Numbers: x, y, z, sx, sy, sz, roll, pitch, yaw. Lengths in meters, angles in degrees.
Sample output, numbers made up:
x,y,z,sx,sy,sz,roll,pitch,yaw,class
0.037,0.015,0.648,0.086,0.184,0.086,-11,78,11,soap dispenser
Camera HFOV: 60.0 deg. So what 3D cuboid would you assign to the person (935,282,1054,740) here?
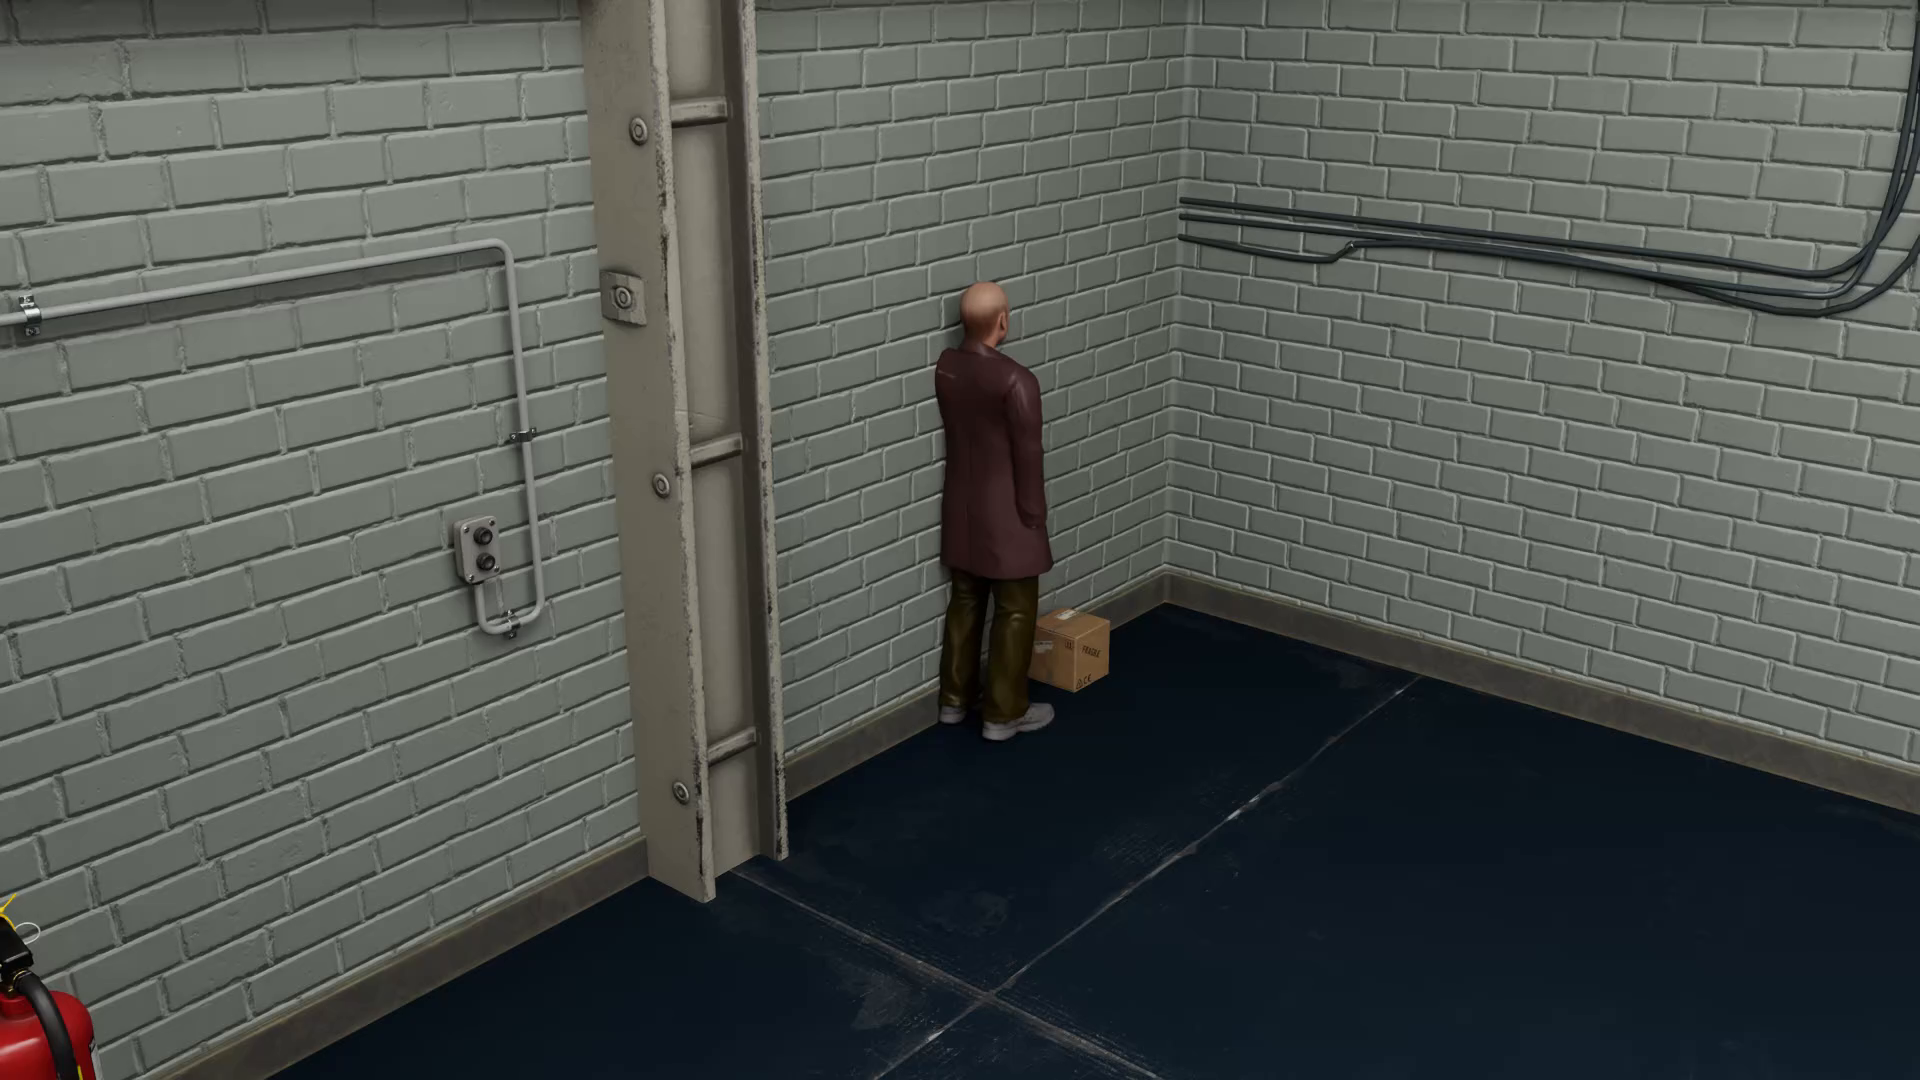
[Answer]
x,y,z,sx,sy,sz,roll,pitch,yaw,class
0.111,-0.116,6.433,0.562,1.781,0.380,16,25,38,person
